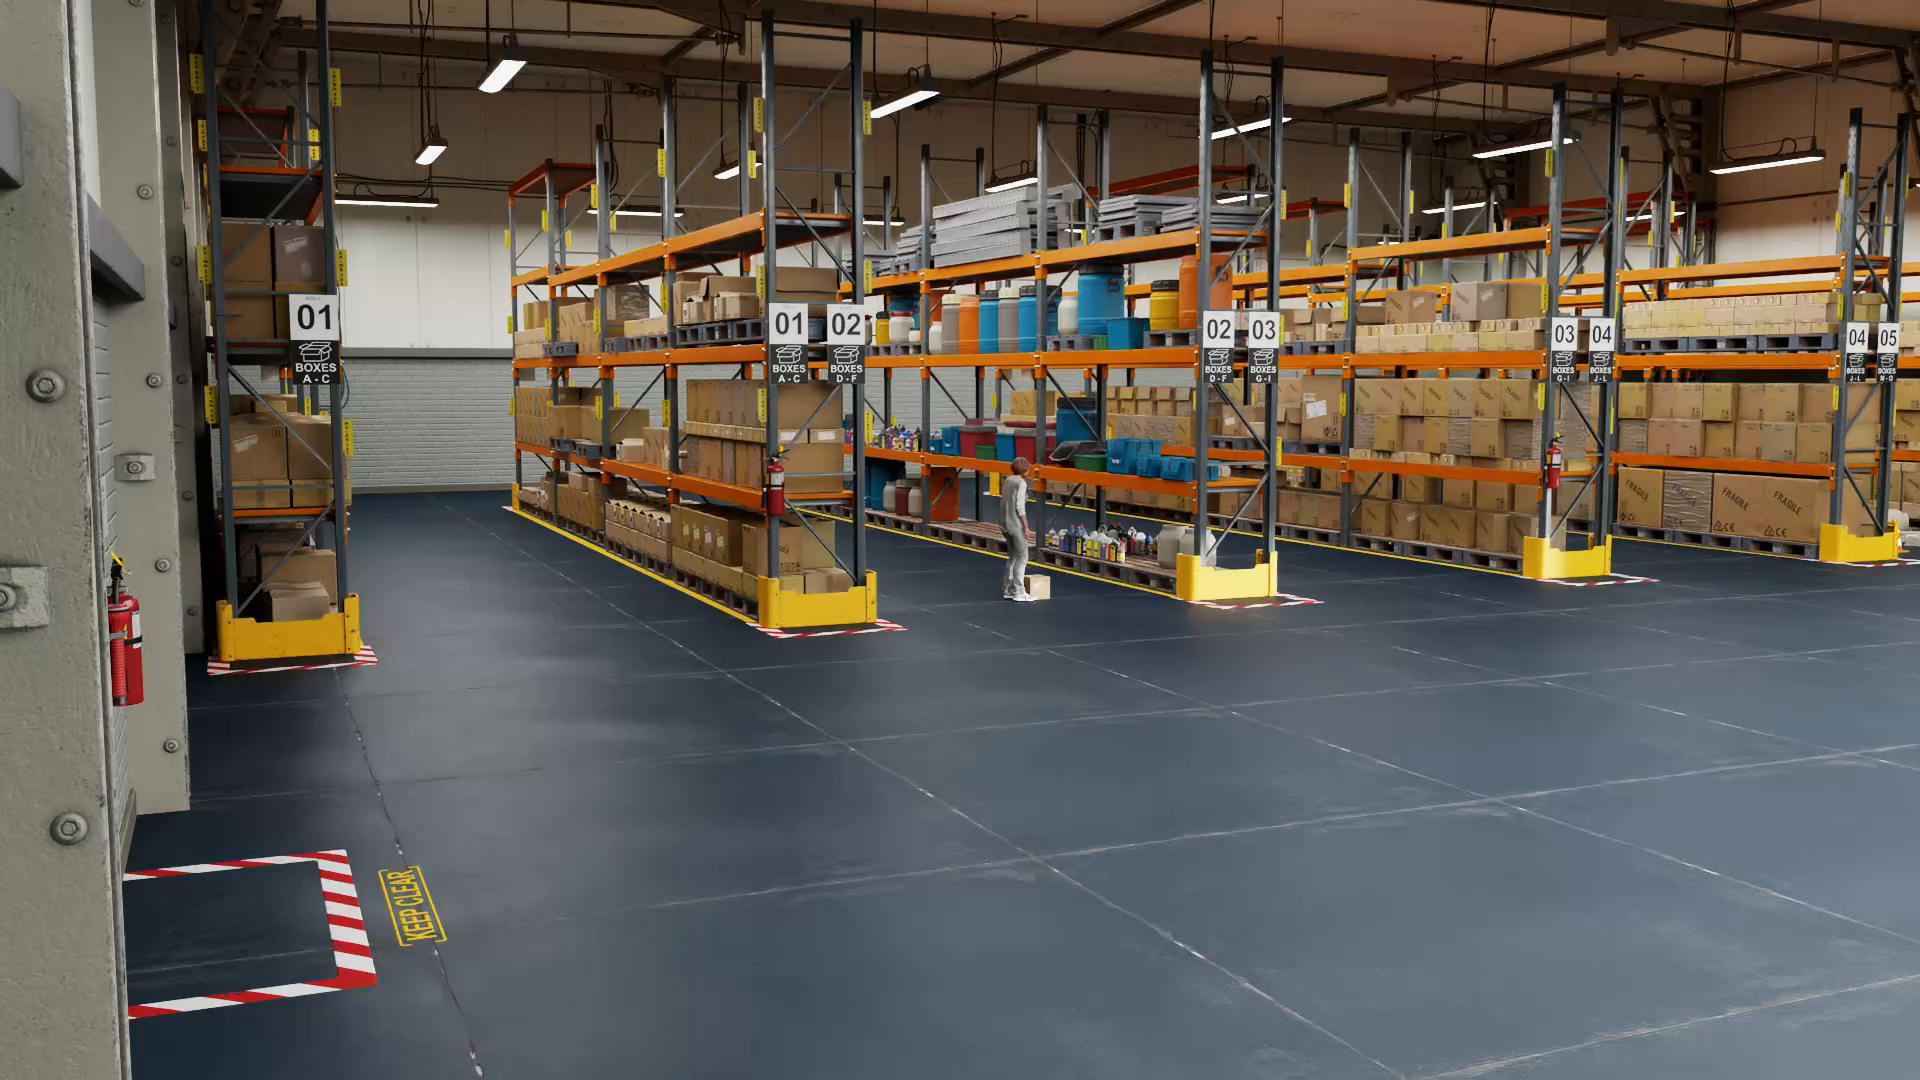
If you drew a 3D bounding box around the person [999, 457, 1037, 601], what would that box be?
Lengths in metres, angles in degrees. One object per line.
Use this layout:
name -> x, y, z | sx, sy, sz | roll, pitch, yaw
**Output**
person -> 0.623, -0.127, 18.513 | 0.343, 1.592, 0.461 | -2, 6, -23
